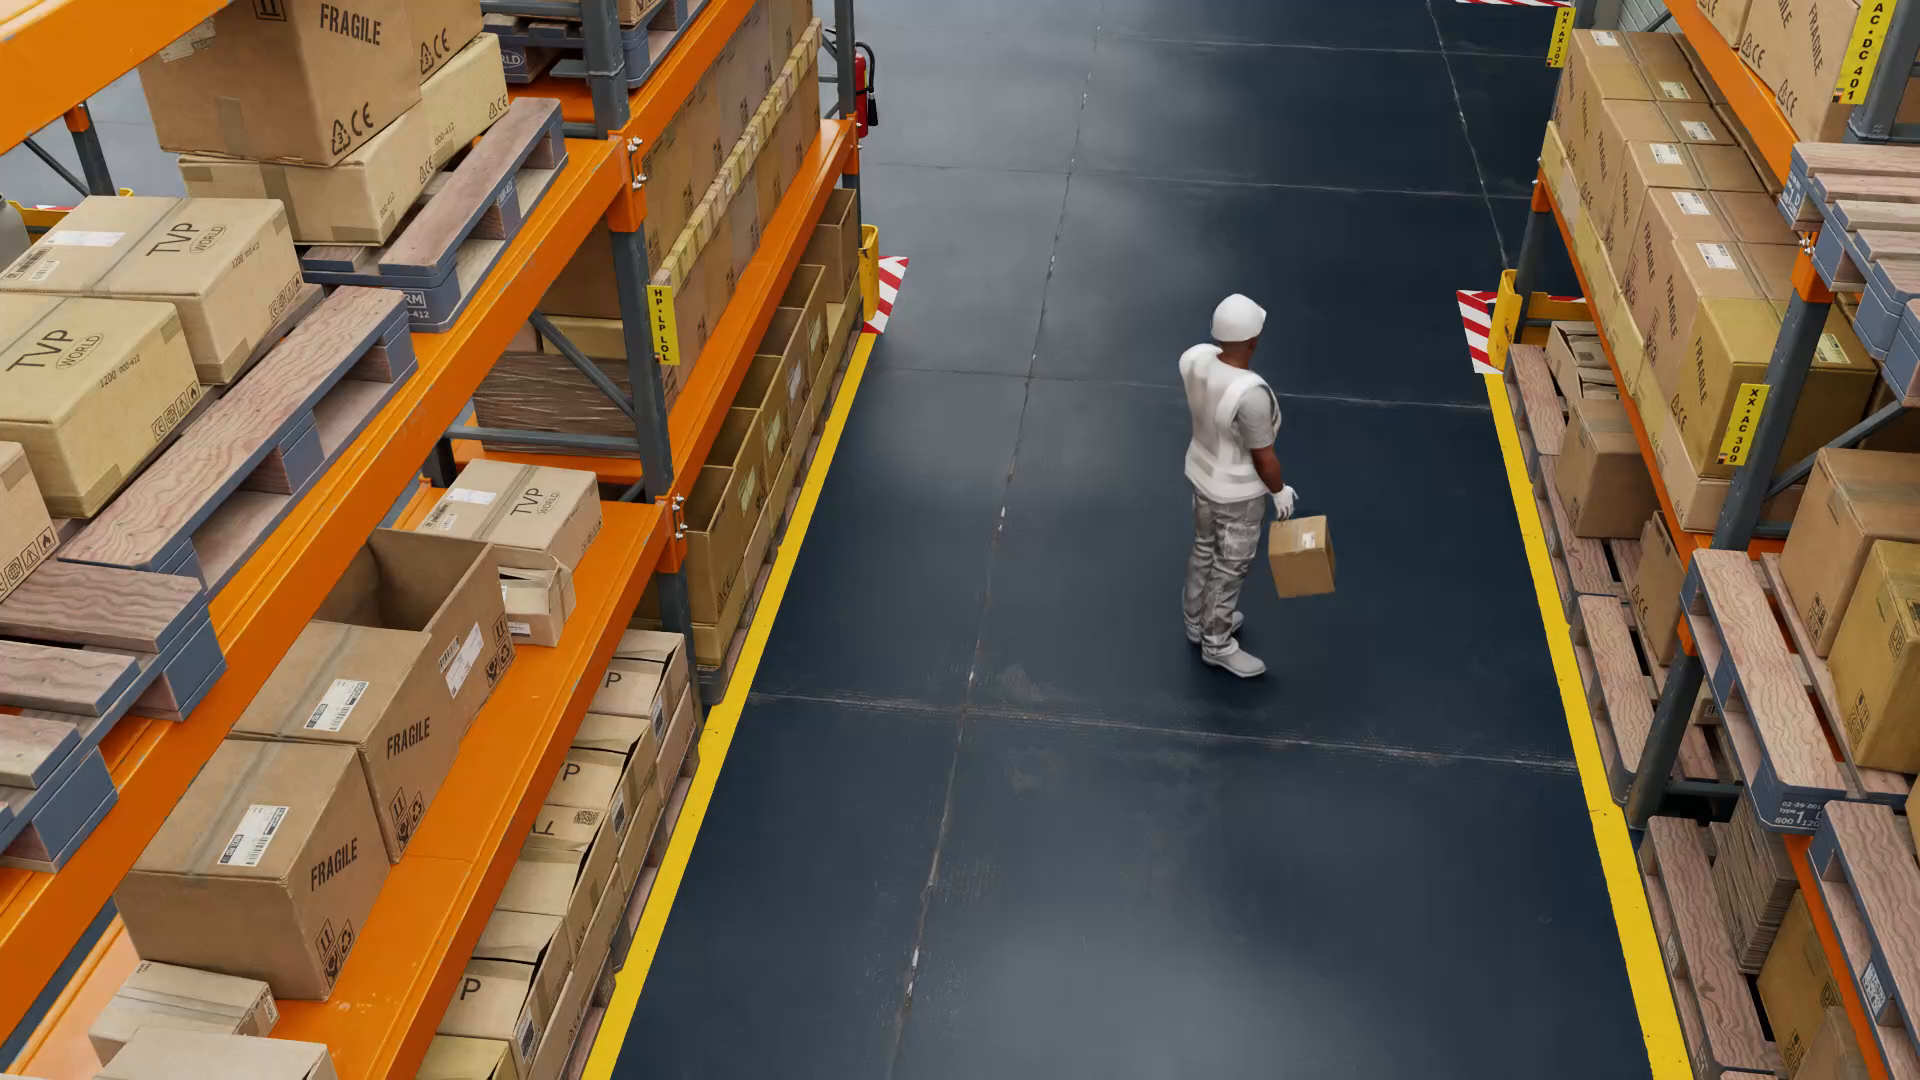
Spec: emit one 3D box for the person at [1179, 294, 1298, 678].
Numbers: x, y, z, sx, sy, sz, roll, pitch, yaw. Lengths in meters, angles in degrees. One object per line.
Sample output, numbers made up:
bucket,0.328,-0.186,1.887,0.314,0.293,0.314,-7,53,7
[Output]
person,1.226,-0.253,7.346,0.420,1.788,0.625,-13,38,-18
